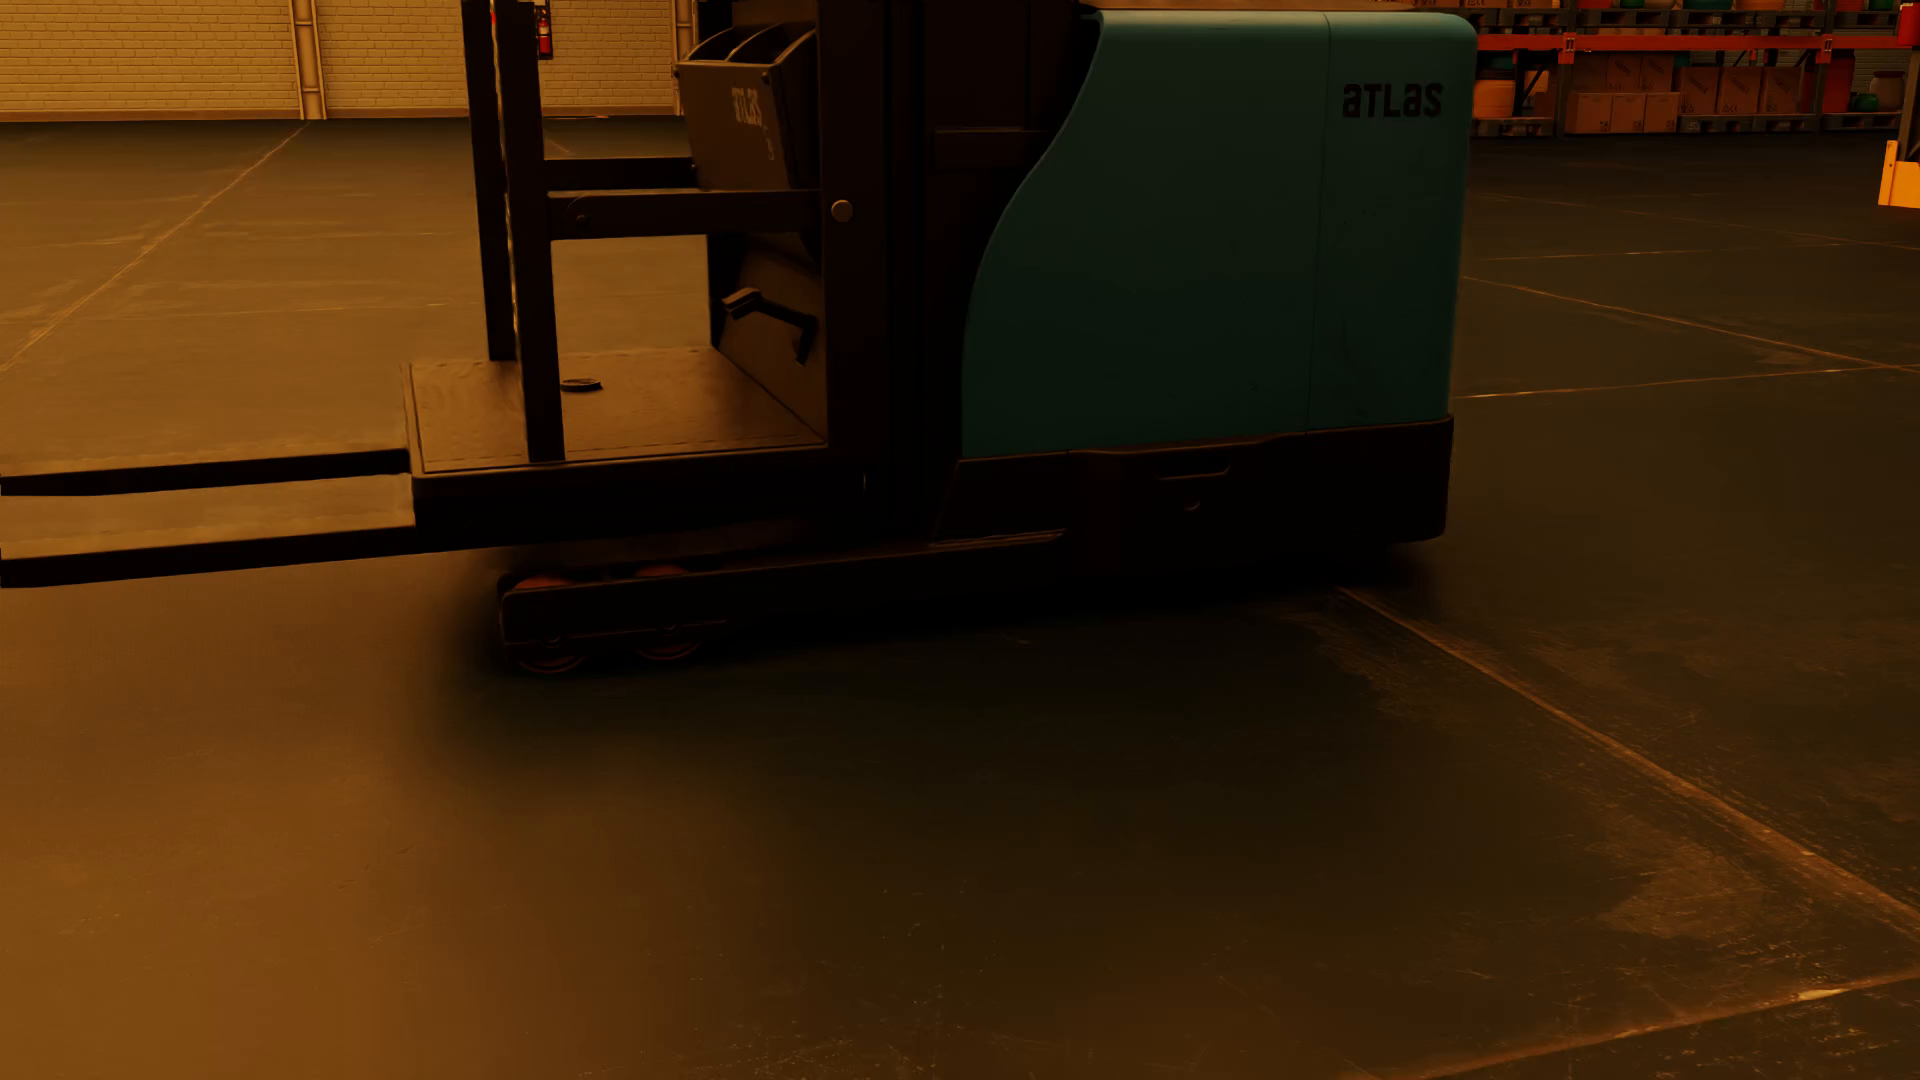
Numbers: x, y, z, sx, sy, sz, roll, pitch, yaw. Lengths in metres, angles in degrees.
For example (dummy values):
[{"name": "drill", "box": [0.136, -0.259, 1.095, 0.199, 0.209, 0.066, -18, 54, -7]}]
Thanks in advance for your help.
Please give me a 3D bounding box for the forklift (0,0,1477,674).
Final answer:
[{"name": "forklift", "box": [-0.588, -1.348, 2.952, 3.031, 2.935, 1.130, -5, 17, -18]}]
